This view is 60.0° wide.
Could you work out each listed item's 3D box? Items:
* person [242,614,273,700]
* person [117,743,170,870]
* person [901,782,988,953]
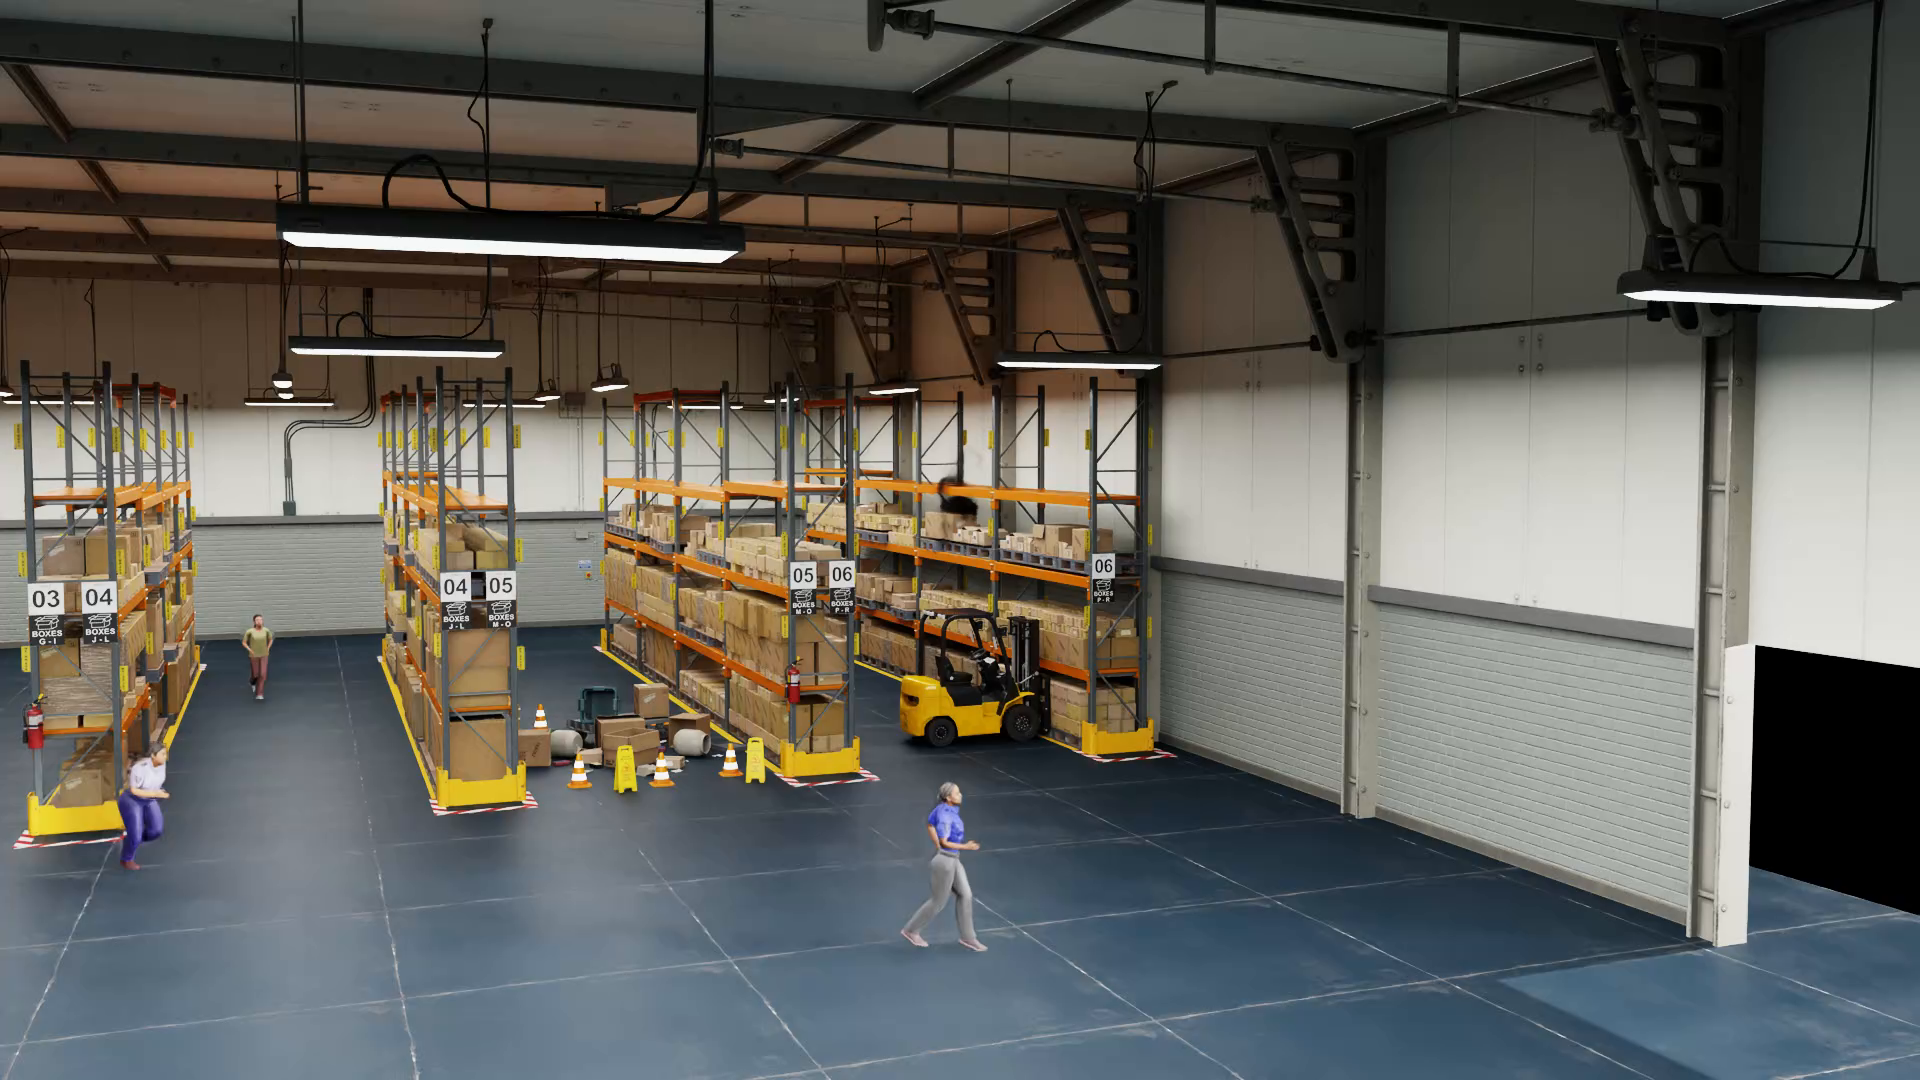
[{"bbox_3d":[-13.568,2.249,32.166,0.572,1.631,0.733,-2,4,-34],"label":"person"},{"bbox_3d":[-9.471,3.109,19.425,0.787,1.474,0.623,1,4,19],"label":"person"},{"bbox_3d":[-0.157,3.225,16.226,0.846,1.638,0.571,1,3,9],"label":"person"}]
